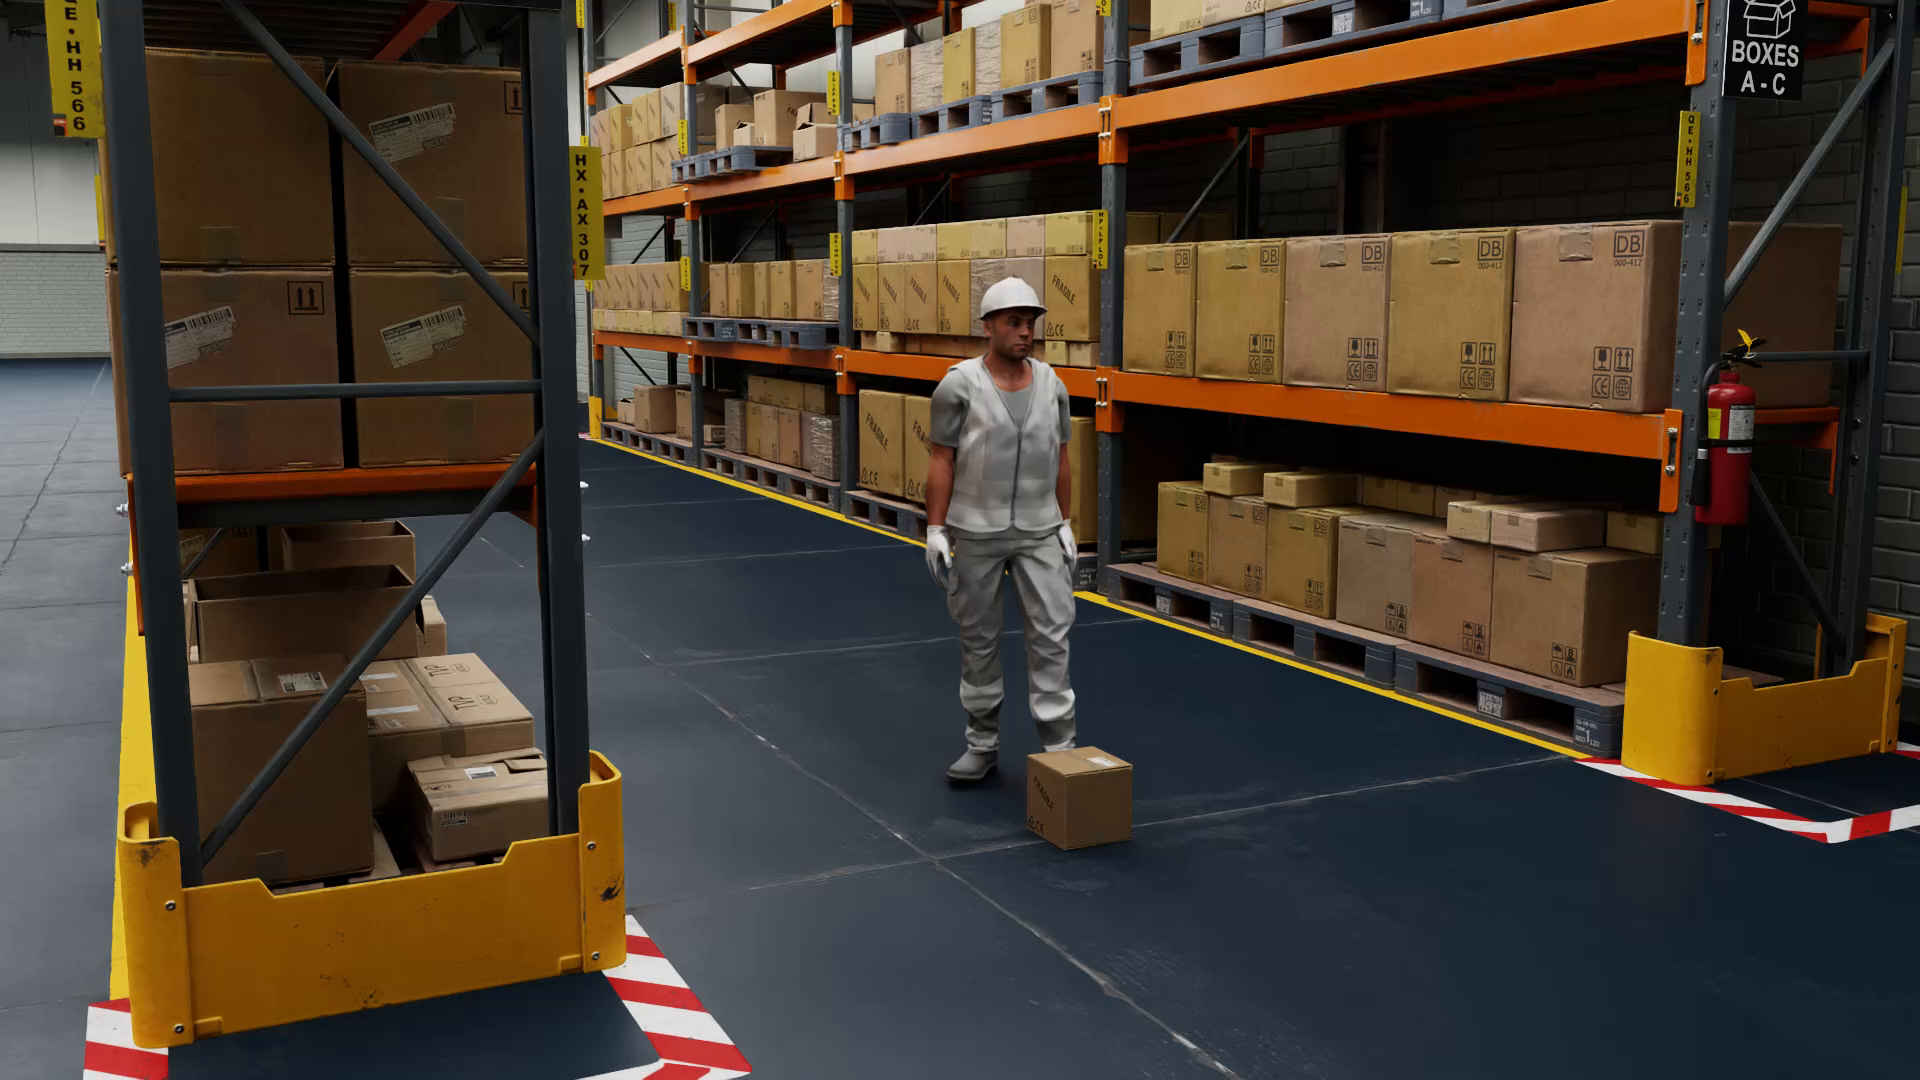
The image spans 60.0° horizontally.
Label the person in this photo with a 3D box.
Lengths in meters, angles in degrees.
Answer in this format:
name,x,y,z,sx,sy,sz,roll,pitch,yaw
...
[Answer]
name,x,y,z,sx,sy,sz,roll,pitch,yaw
person,0.168,-0.004,5.726,0.579,1.782,0.624,-2,9,-12
